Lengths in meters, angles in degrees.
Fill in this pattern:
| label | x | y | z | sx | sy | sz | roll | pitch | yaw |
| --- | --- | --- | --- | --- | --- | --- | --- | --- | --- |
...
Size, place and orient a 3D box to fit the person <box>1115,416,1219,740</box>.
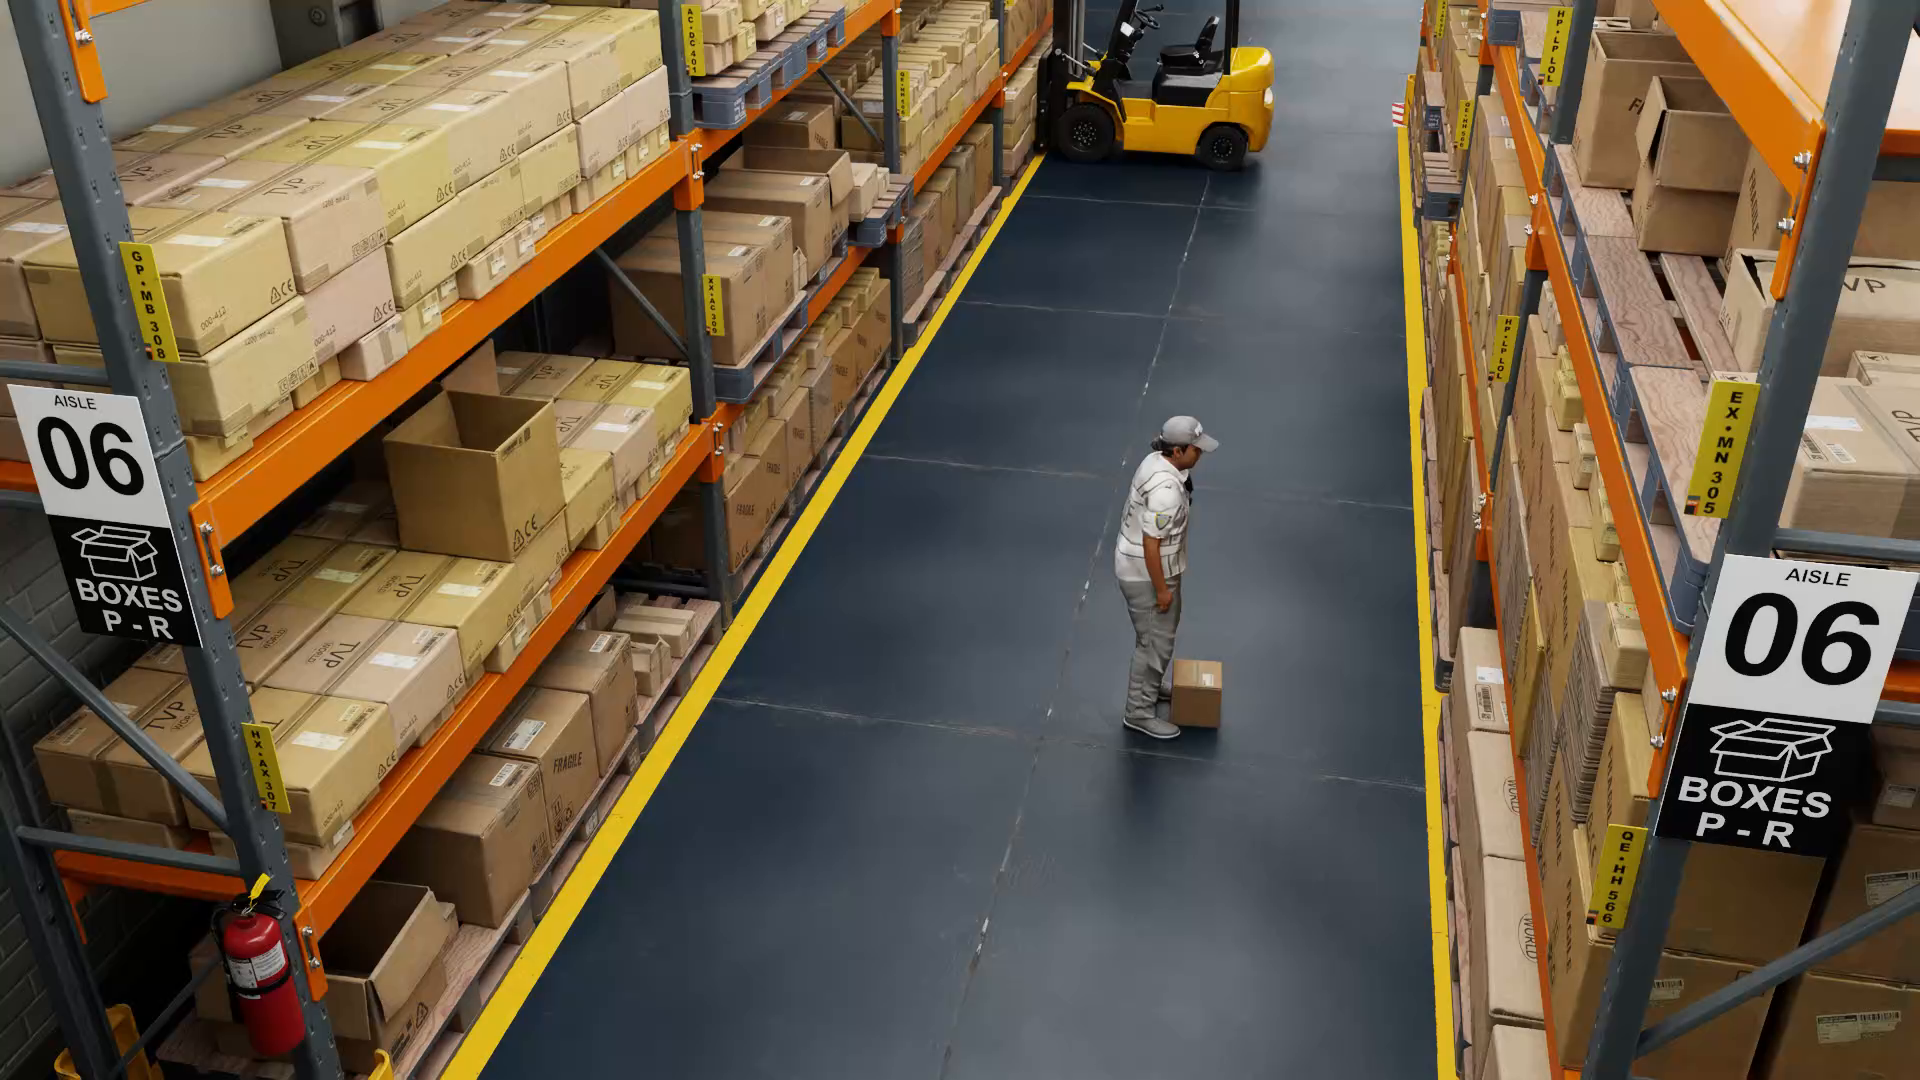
| label | x | y | z | sx | sy | sz | roll | pitch | yaw |
| --- | --- | --- | --- | --- | --- | --- | --- | --- | --- |
| person | 1.007 | 0.155 | 8.325 | 0.468 | 1.666 | 0.564 | 4 | 29 | 8 |
